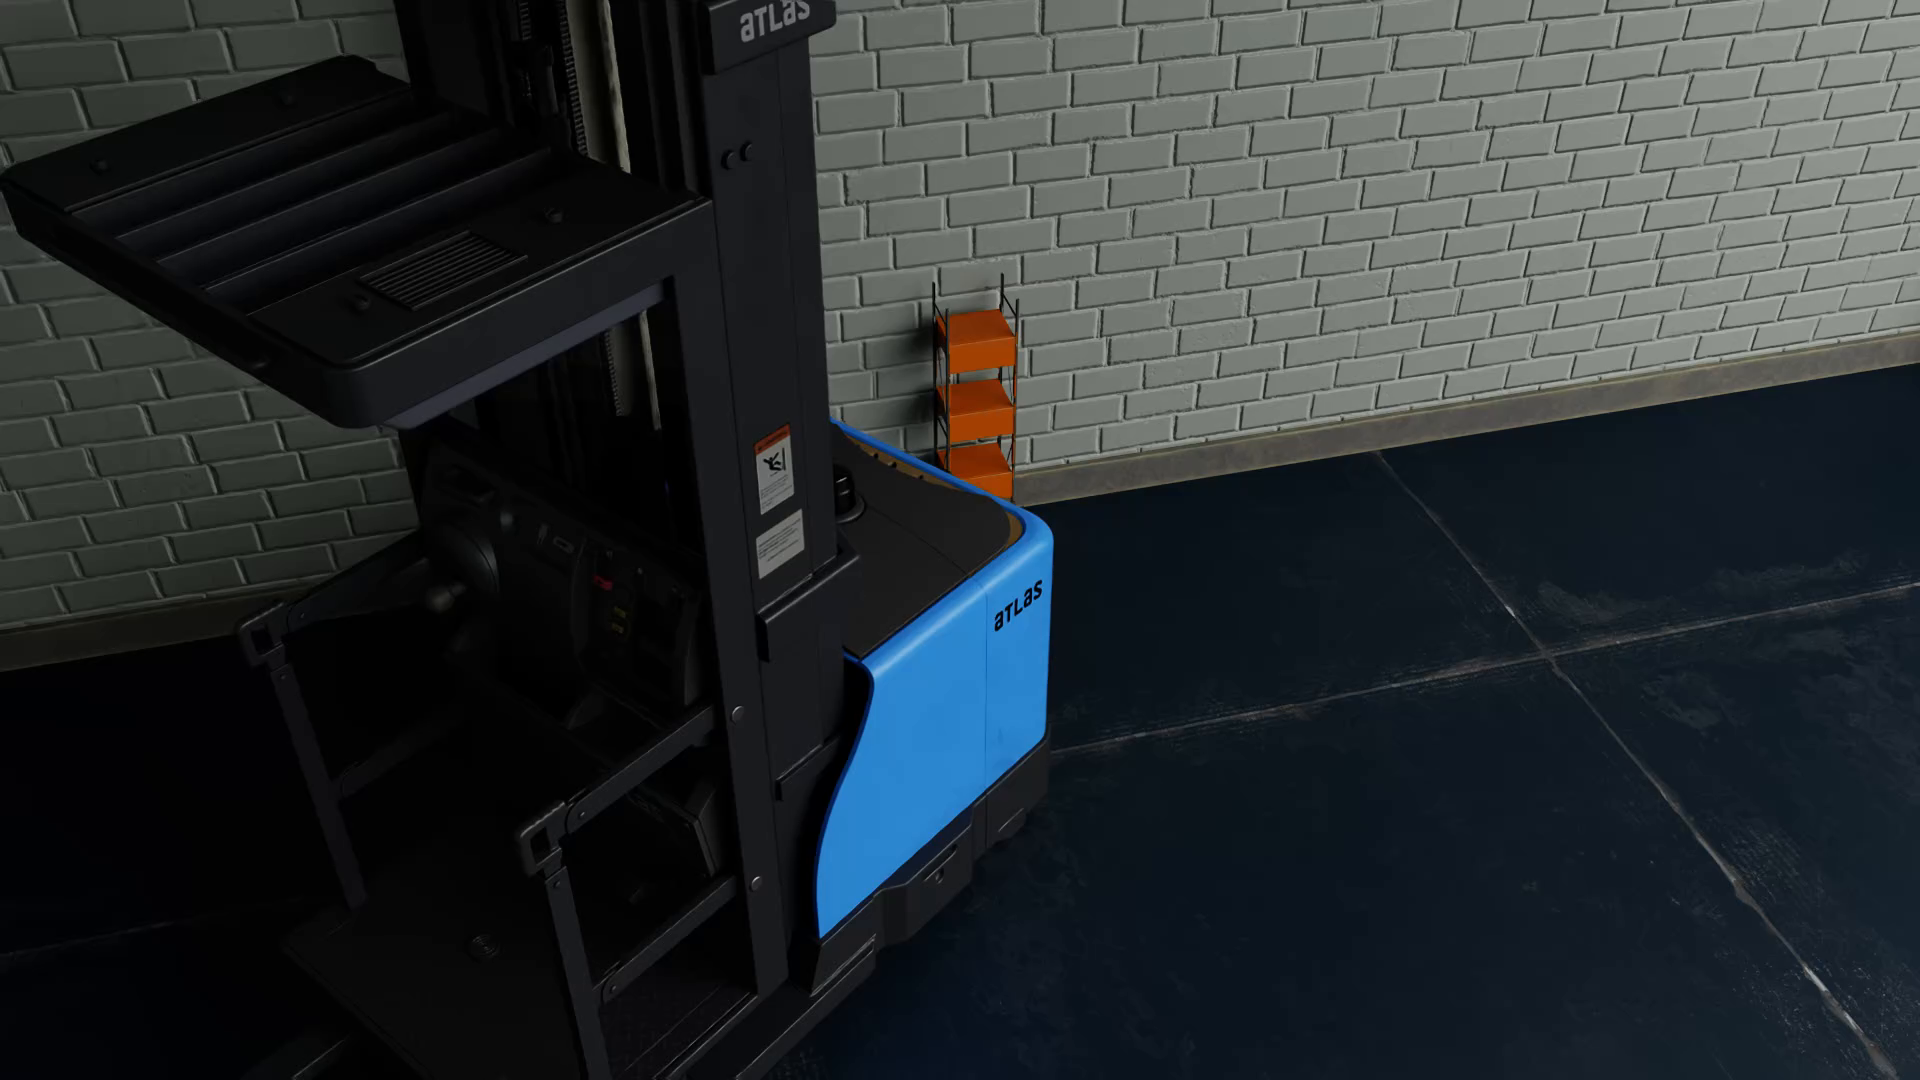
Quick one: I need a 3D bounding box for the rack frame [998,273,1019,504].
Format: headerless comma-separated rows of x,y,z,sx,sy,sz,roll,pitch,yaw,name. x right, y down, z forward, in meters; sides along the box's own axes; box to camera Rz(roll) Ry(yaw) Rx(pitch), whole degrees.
0.169,-0.445,5.967,0.008,1.050,0.200,-9,38,-12,rack frame

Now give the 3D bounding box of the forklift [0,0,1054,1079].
-1.051,0.148,3.645,1.130,2.935,3.031,27,45,30,forklift

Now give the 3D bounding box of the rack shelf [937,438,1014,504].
0.052,-0.196,6.117,0.240,0.259,0.215,-9,38,-12,rack shelf

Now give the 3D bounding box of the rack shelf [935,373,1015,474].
0.052,-0.417,5.949,0.240,0.259,0.215,-9,38,-12,rack shelf

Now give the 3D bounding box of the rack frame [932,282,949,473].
-0.066,-0.406,5.917,0.008,1.050,0.200,-9,38,-12,rack frame

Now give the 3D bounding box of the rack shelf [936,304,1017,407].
0.052,-0.642,5.776,0.240,0.259,0.215,-9,38,-12,rack shelf

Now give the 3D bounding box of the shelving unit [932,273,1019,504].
0.052,-0.425,5.942,0.252,1.050,0.215,-9,38,-12,shelving unit
